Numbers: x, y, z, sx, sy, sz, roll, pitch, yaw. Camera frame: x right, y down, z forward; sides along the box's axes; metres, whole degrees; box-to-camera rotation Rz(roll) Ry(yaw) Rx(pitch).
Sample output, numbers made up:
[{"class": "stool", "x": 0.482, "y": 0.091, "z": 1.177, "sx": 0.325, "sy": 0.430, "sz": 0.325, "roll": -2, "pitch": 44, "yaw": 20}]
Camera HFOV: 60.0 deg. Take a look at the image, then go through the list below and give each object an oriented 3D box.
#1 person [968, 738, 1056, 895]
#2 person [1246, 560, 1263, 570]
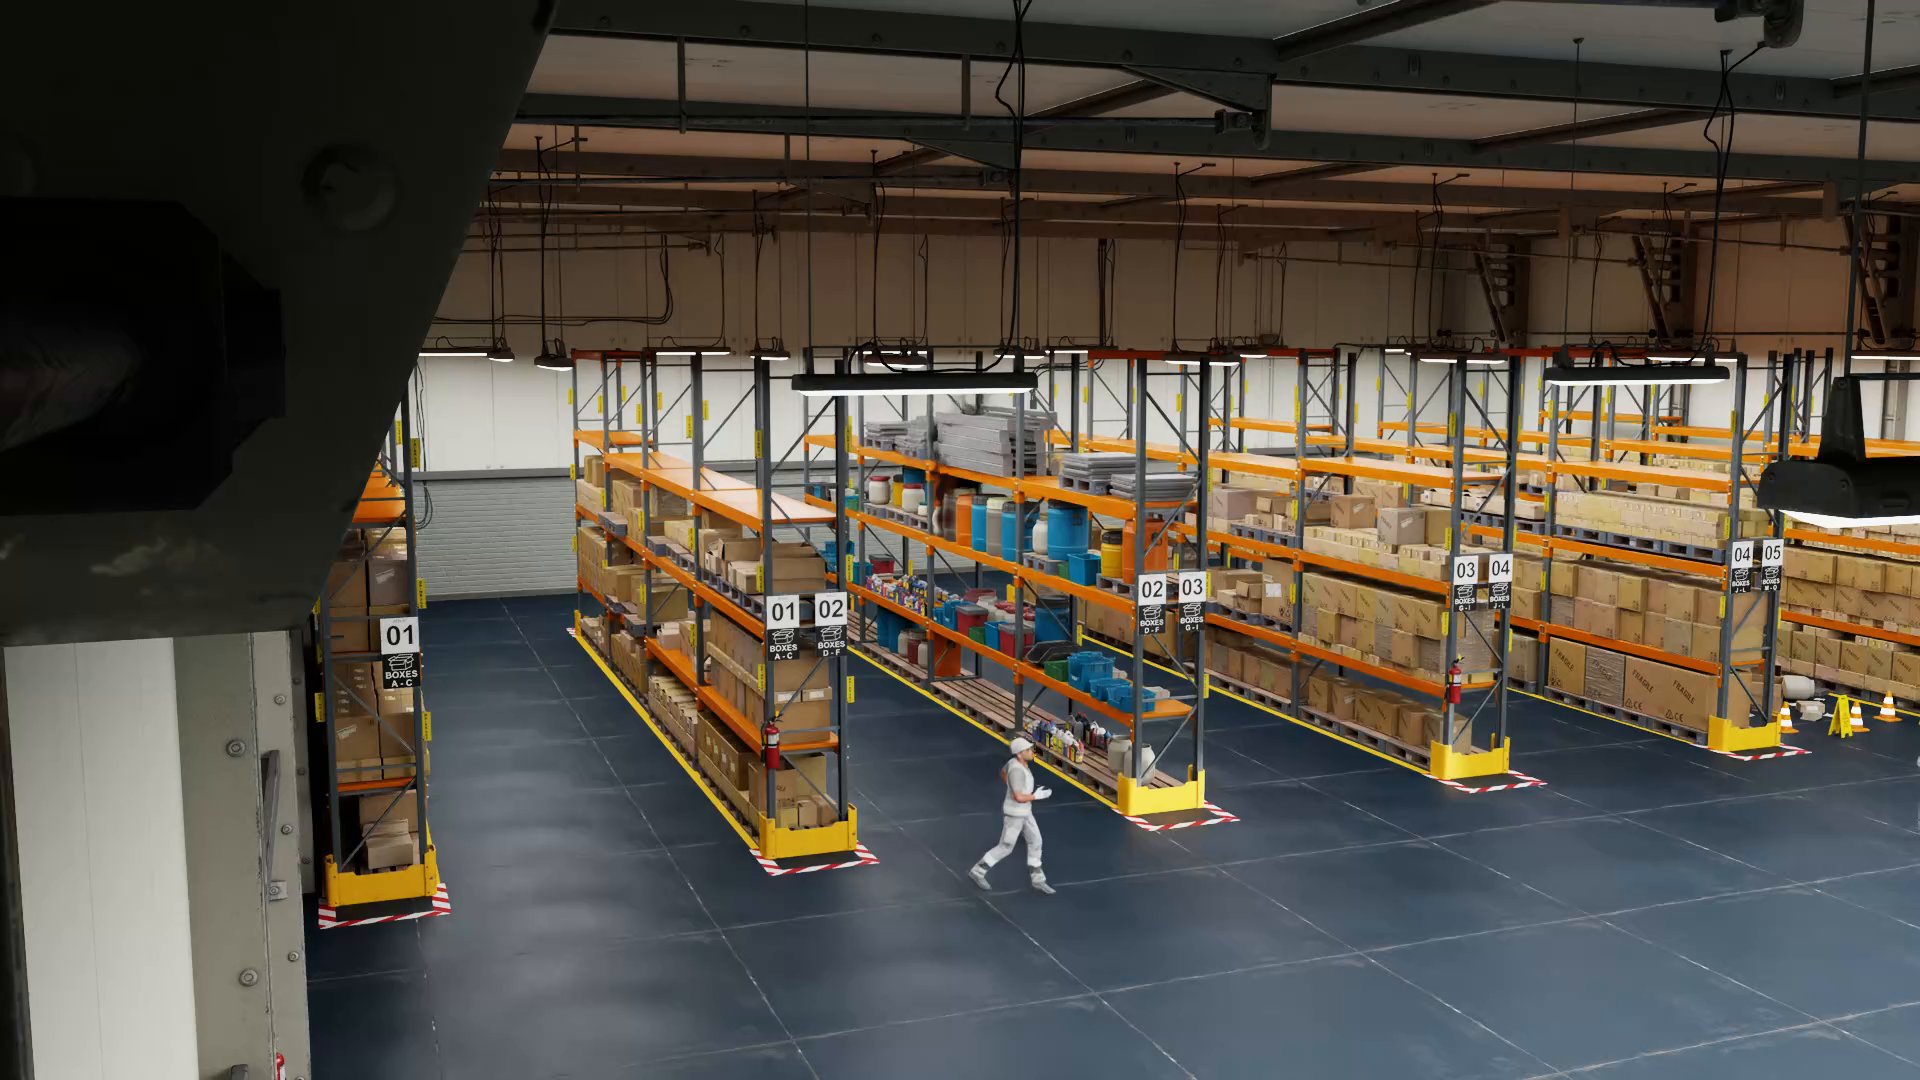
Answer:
[{"class": "person", "x": 0.598, "y": 3.114, "z": 18.770, "sx": 0.978, "sy": 1.816, "sz": 0.672, "roll": 1, "pitch": 7, "yaw": 10}, {"class": "person", "x": 7.579, "y": 0.283, "z": 42.100, "sx": 1.061, "sy": 1.687, "sz": 0.618, "roll": -3, "pitch": 8, "yaw": -26}]
